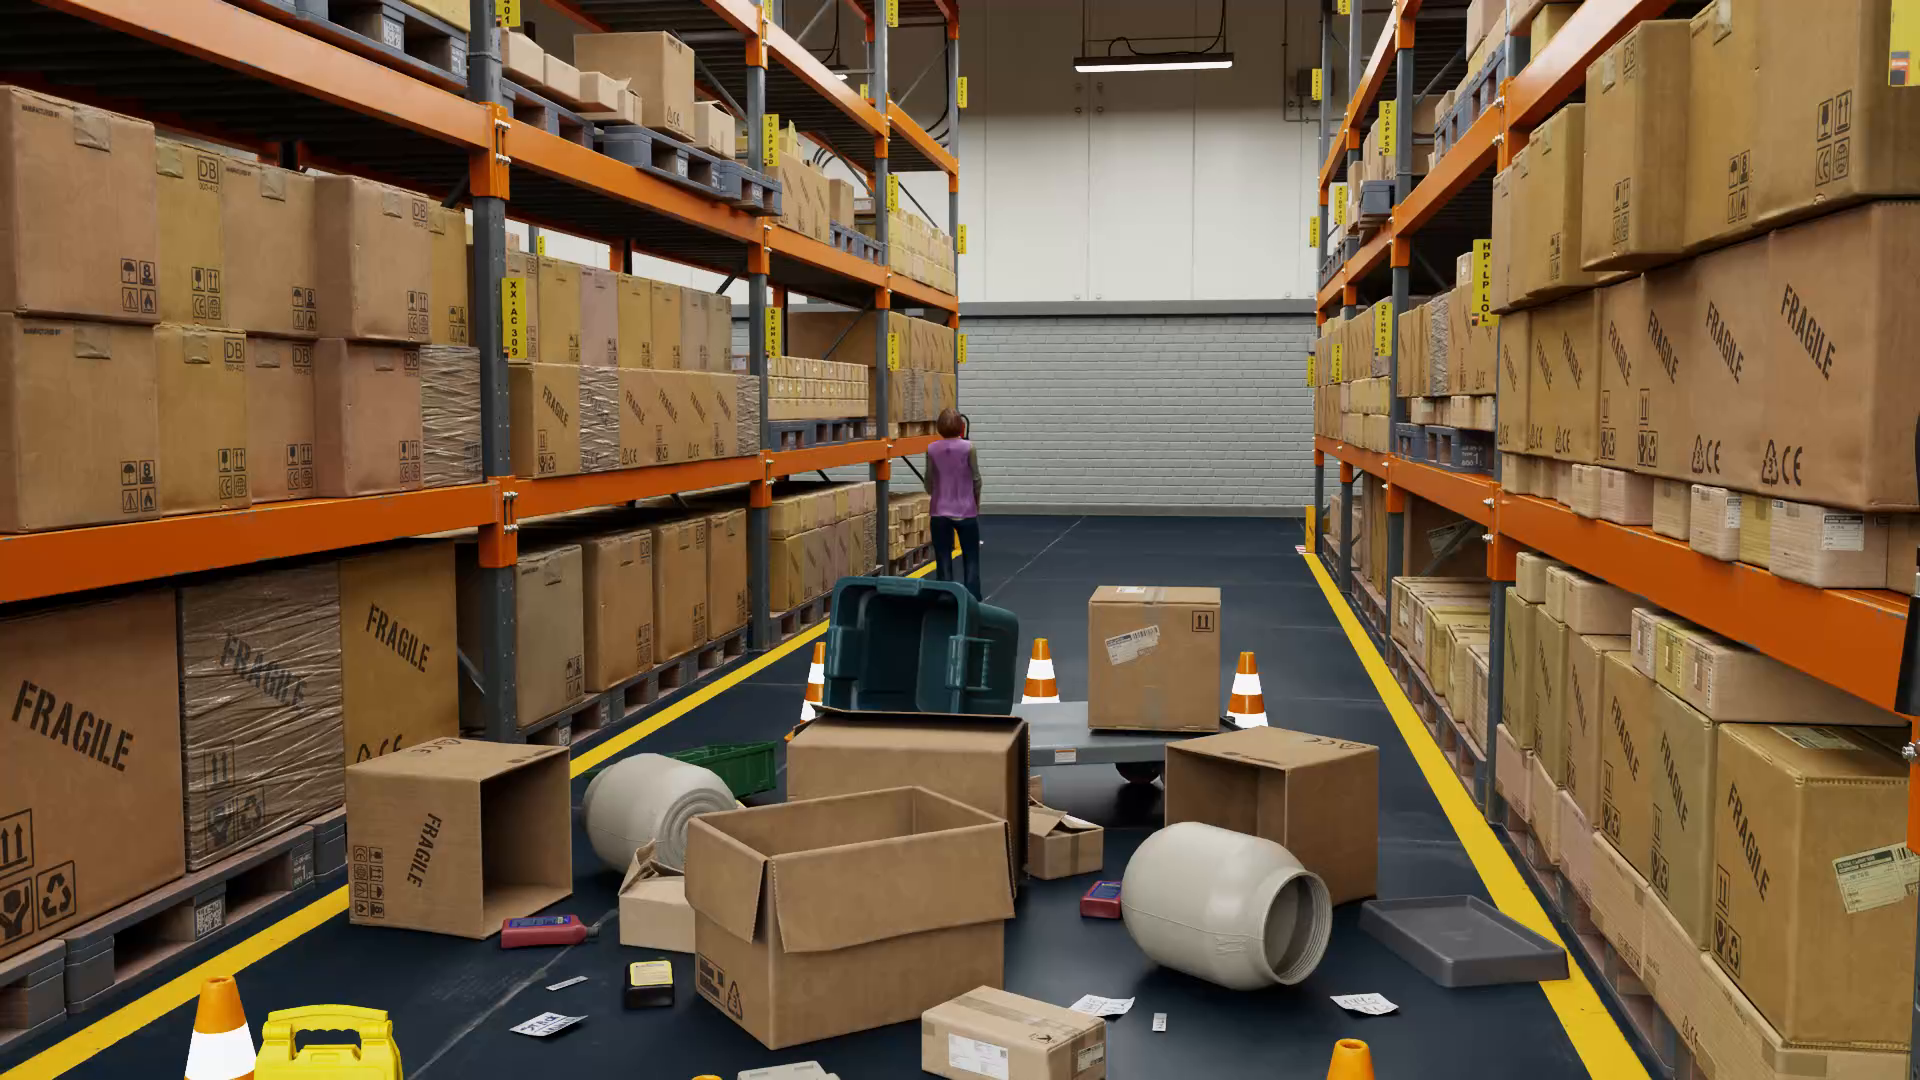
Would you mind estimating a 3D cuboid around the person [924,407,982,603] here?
[{"bbox_3d":[-0.035,-0.164,12.096,0.453,1.601,0.448,1,5,8],"label":"person"}]
